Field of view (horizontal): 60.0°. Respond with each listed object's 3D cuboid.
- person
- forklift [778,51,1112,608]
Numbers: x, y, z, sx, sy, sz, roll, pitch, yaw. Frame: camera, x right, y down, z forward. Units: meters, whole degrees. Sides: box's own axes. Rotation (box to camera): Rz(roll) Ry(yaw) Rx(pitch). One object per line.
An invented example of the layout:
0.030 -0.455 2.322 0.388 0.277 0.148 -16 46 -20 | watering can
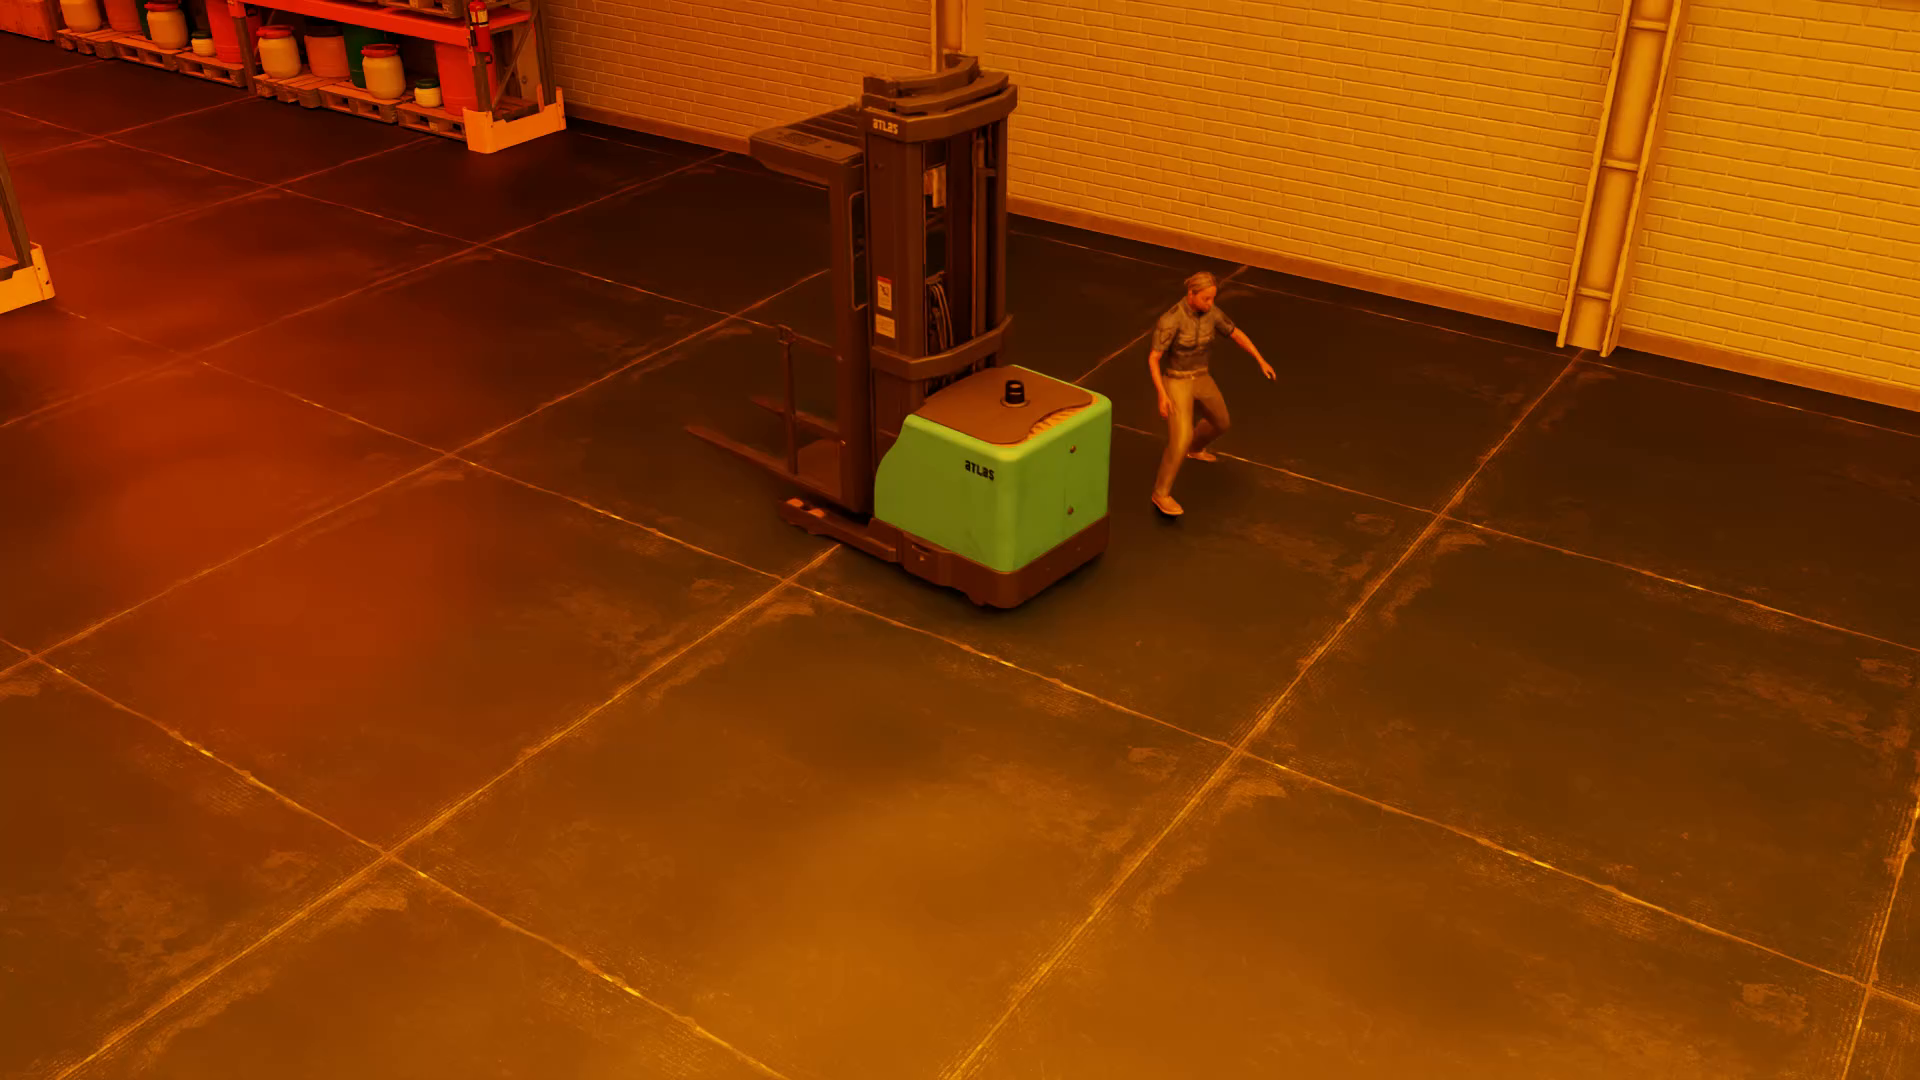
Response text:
1.542 -1.008 10.794 0.927 1.534 0.793 -18 35 -28 | person
-0.530 -1.479 10.129 3.031 2.935 1.130 23 37 34 | forklift
